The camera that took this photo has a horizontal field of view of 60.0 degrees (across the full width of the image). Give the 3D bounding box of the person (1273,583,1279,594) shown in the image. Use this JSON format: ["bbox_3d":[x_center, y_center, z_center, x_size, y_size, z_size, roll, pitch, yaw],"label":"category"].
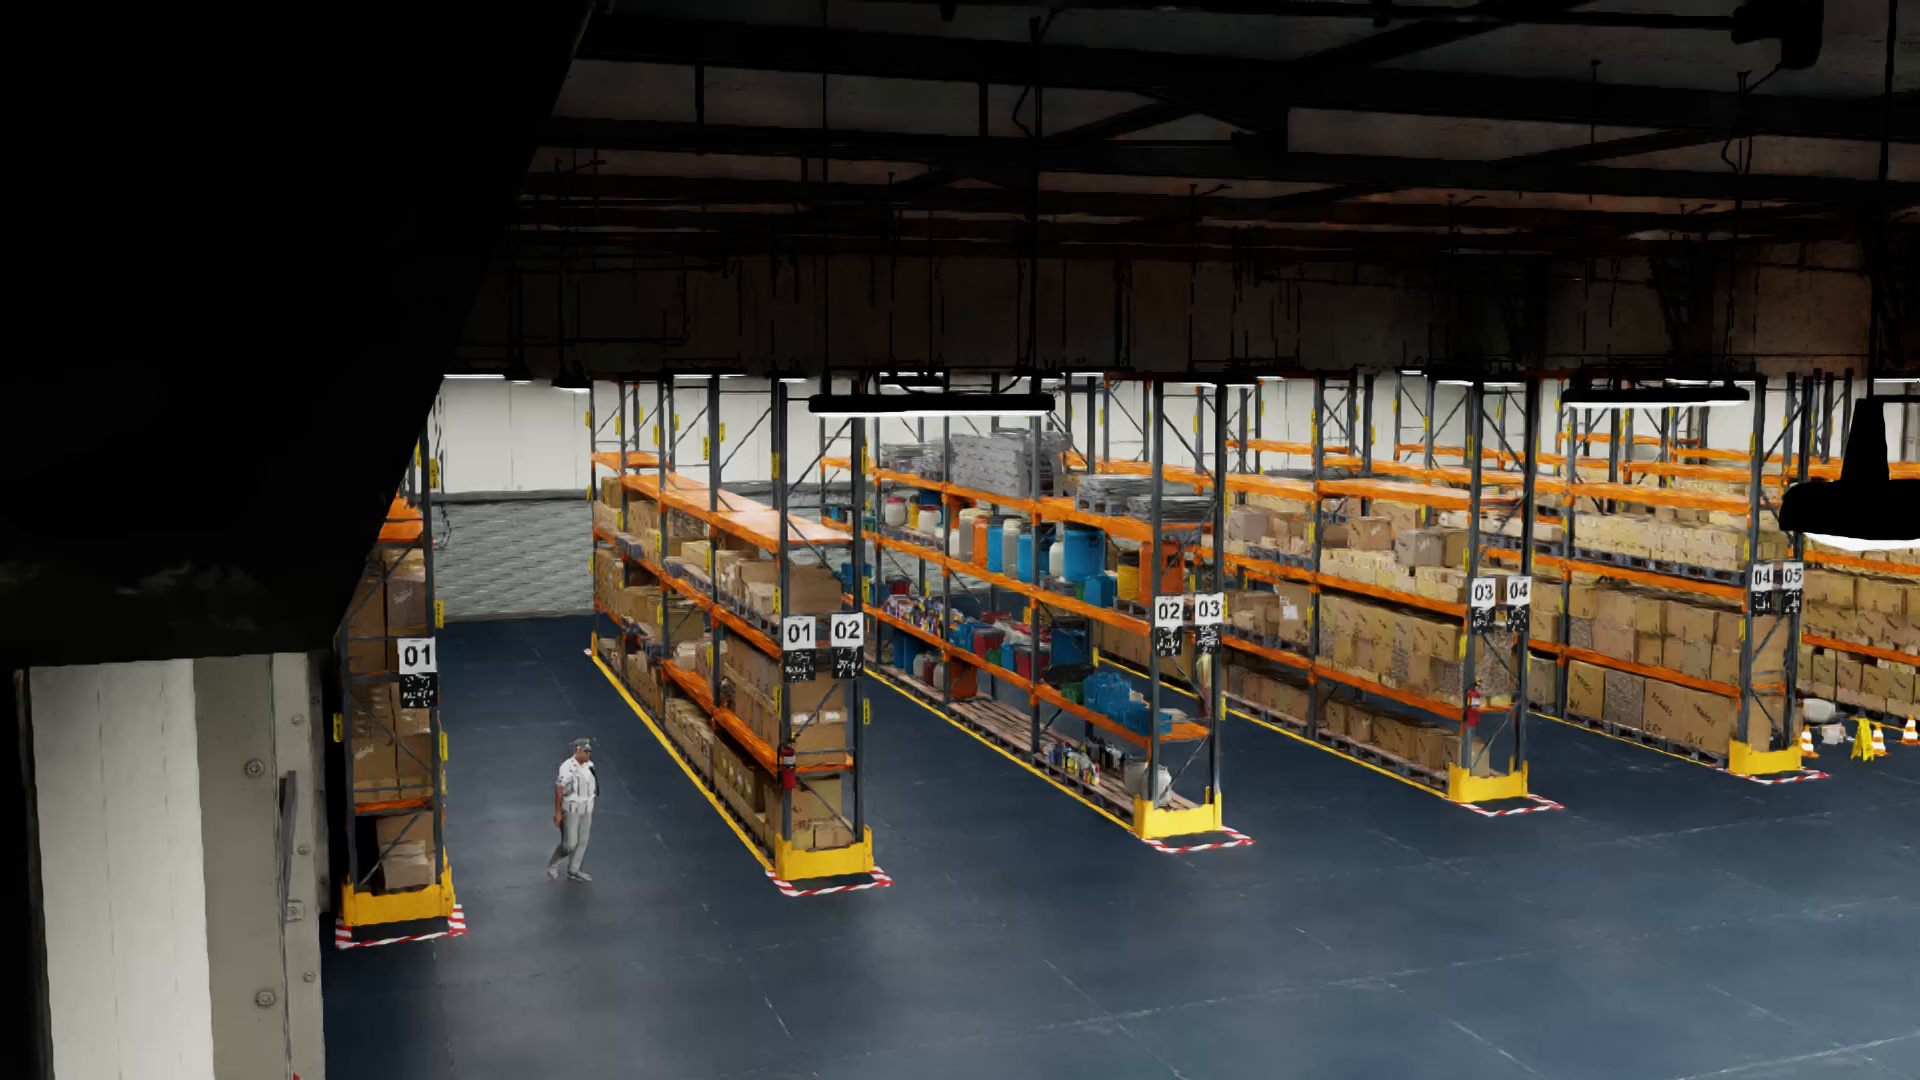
[{"bbox_3d":[8.277,0.687,42.782,0.607,1.765,0.655,3,7,26],"label":"person"}]

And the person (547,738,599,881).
[{"bbox_3d":[-4.681,3.240,20.021,0.560,1.741,0.597,4,8,33],"label":"person"}]

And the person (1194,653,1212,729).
[{"bbox_3d":[4.009,2.425,27.459,0.564,1.666,0.560,1,6,7],"label":"person"}]
